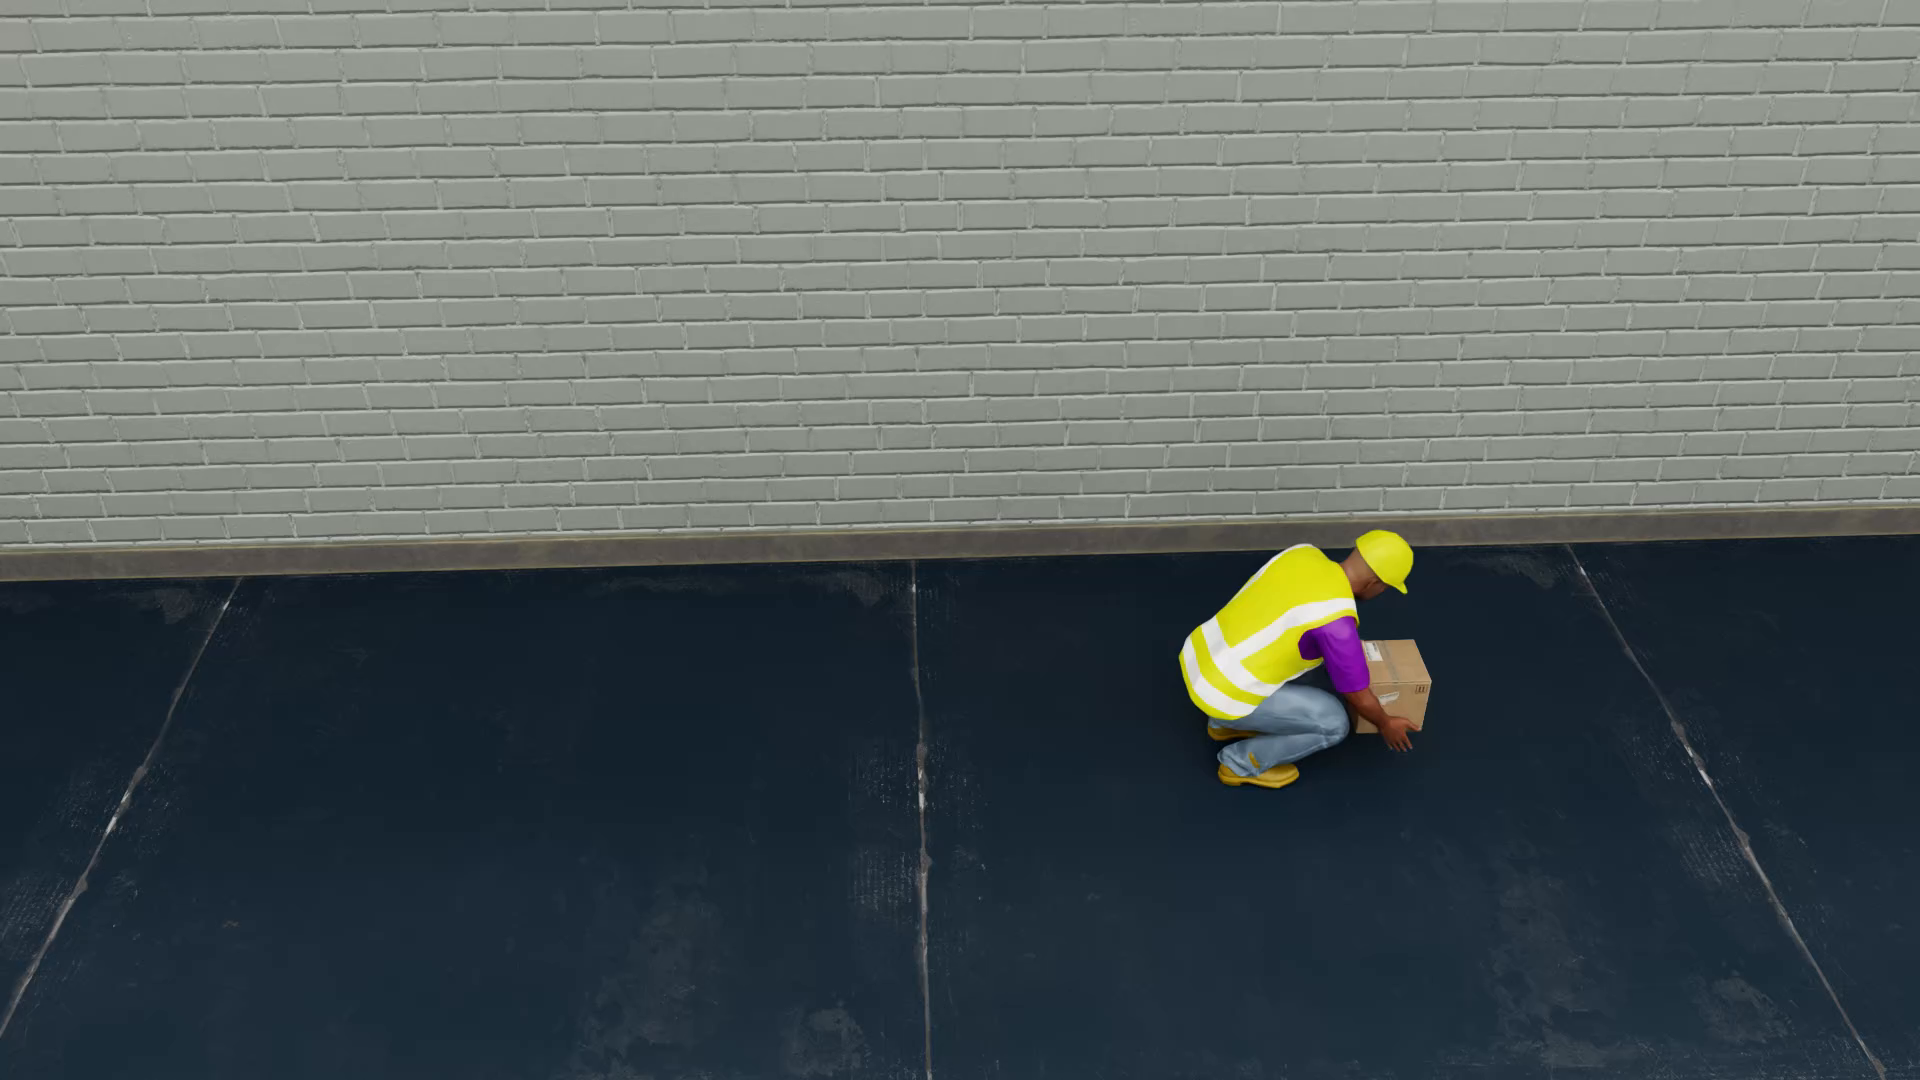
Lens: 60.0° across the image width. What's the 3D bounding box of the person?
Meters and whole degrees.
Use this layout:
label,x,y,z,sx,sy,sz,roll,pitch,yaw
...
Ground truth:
label,x,y,z,sx,sy,sz,roll,pitch,yaw
person,1.278,0.414,6.211,0.897,1.000,0.572,-2,35,-3
